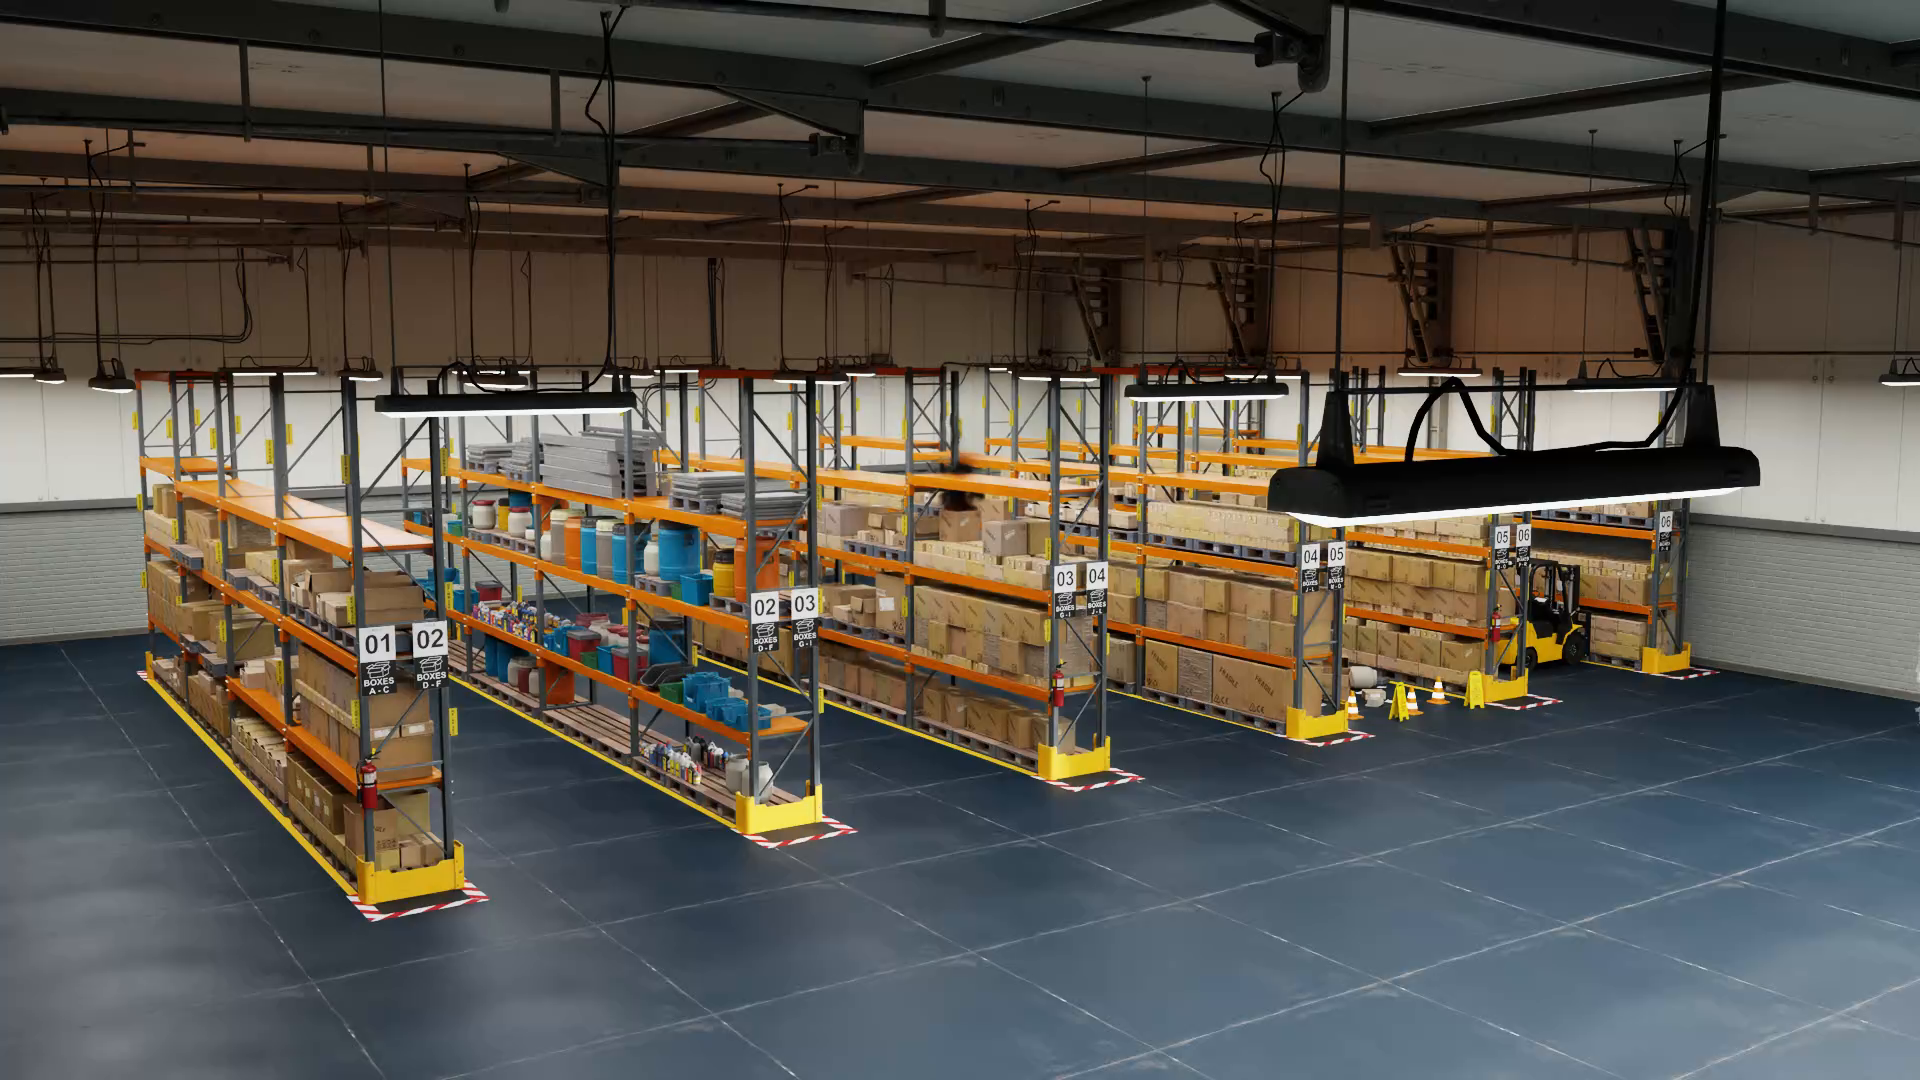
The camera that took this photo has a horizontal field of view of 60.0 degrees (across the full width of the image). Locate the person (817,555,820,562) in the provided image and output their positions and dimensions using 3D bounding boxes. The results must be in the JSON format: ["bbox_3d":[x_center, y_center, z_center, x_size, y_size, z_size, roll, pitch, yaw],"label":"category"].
[{"bbox_3d":[-3.607,0.811,41.955,0.520,1.622,0.660,-1,6,-5],"label":"person"}]

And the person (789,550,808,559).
[{"bbox_3d":[-4.028,0.804,41.312,0.694,1.740,0.662,5,8,38],"label":"person"}]
